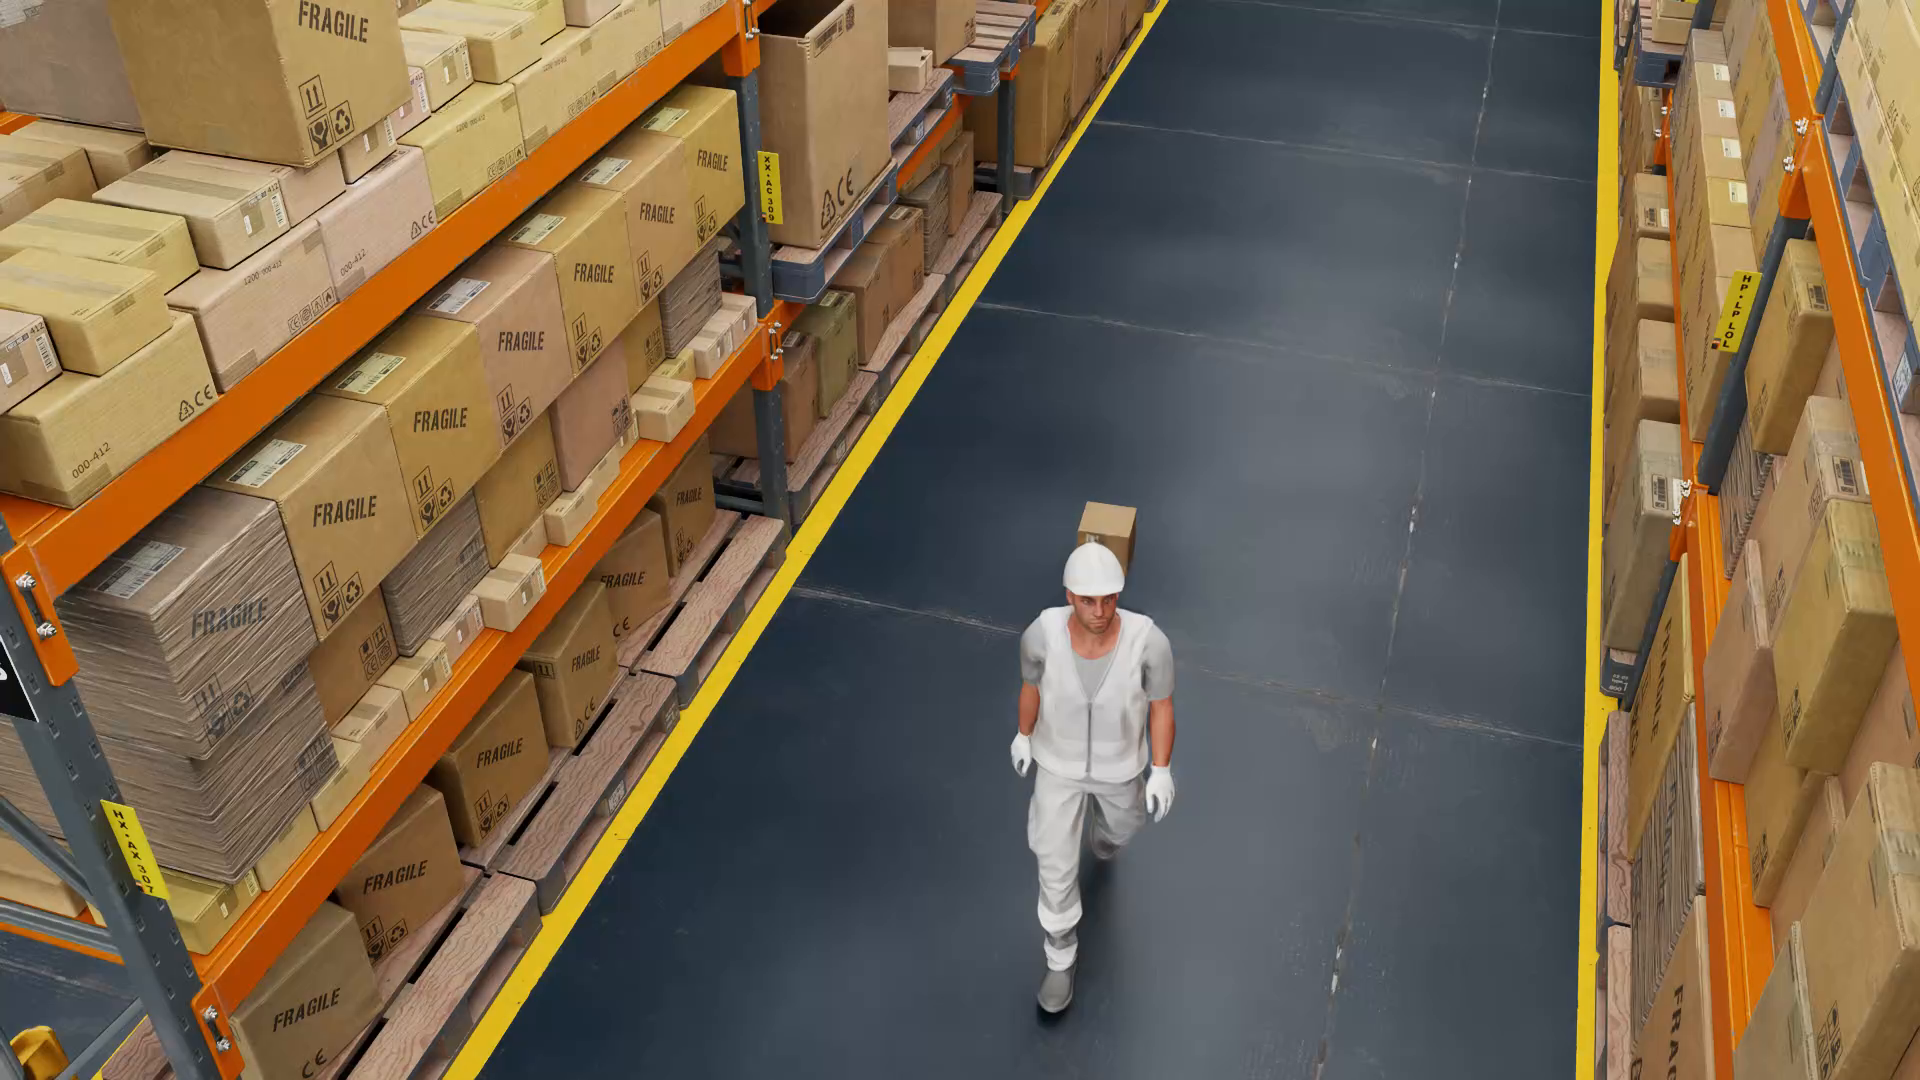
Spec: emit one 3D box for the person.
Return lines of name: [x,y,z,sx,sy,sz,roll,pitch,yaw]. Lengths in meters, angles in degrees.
person: [0.468,0.750,5.870,0.582,1.746,1.002,2,37,3]
